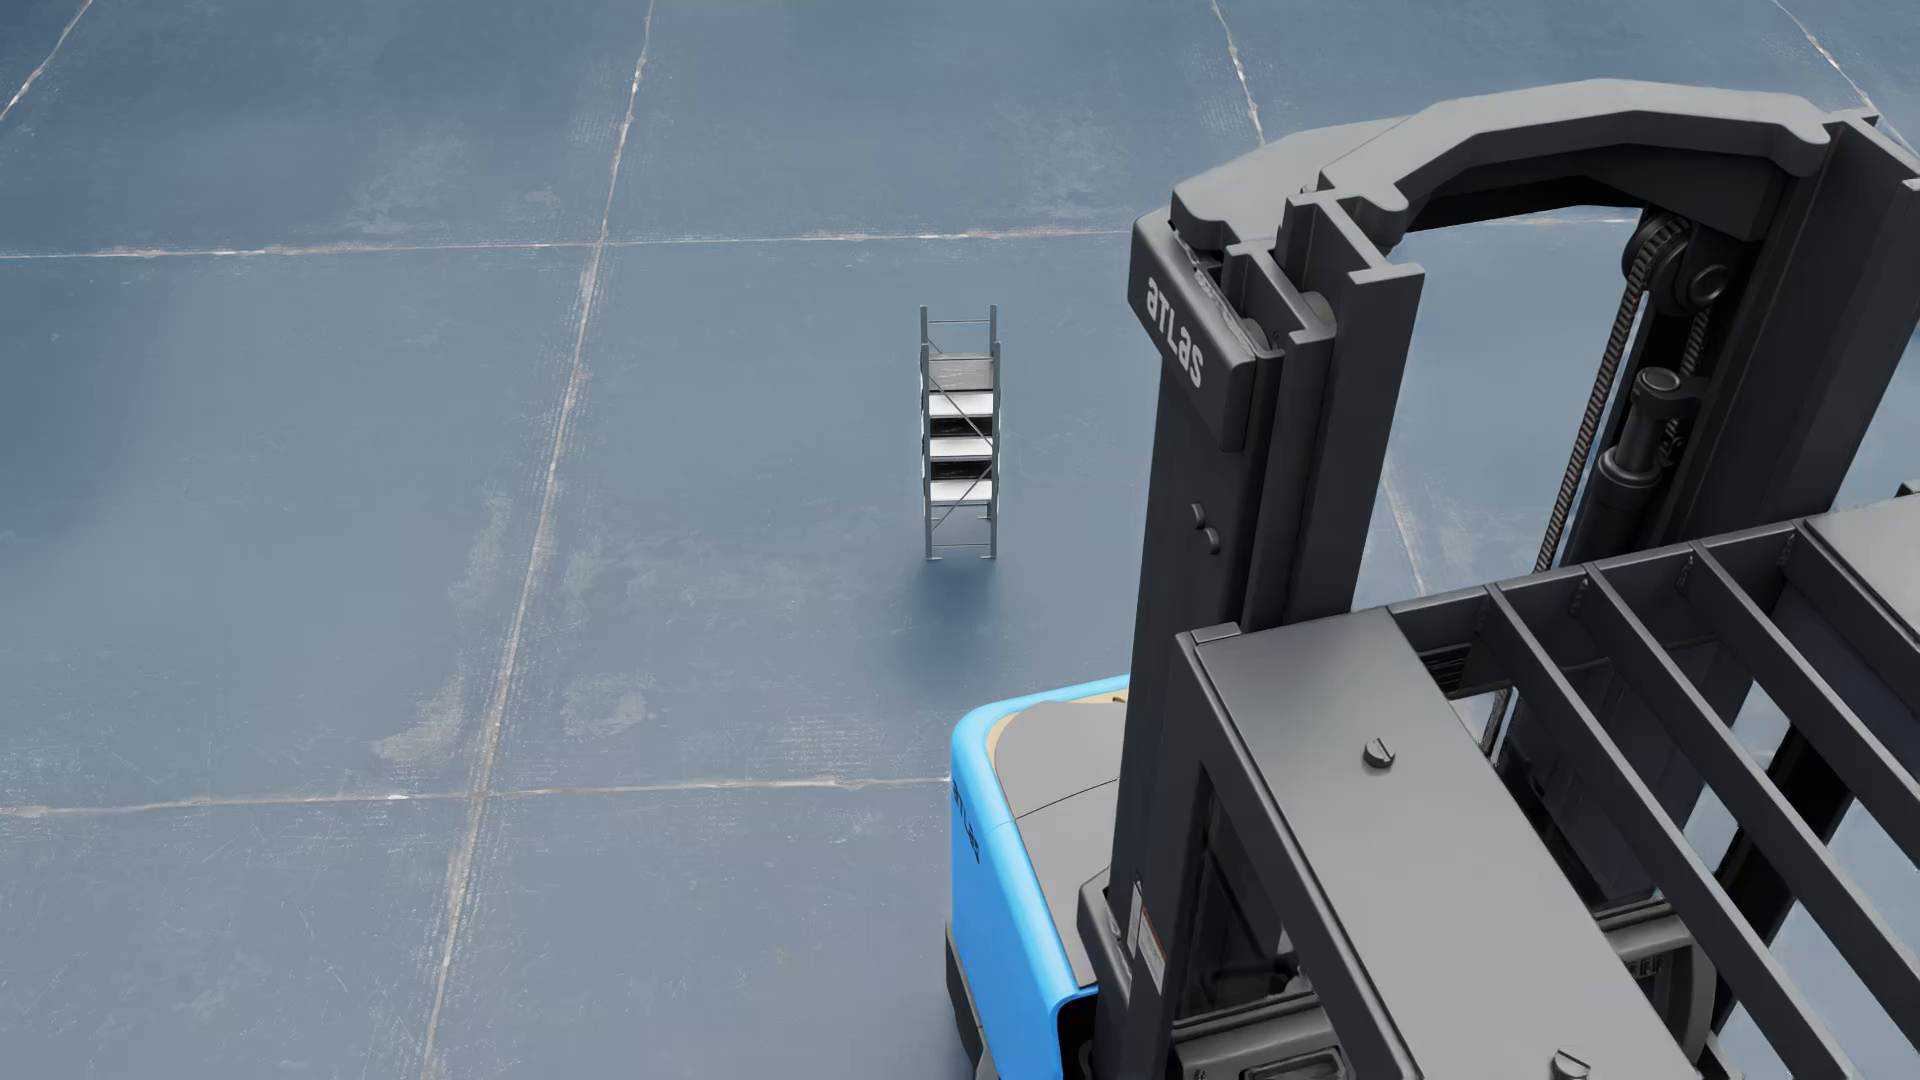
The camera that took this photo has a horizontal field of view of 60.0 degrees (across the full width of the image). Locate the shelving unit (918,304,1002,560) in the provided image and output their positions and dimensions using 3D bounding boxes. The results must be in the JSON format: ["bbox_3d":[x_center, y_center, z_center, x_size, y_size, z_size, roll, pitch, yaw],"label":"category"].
[{"bbox_3d":[0.000,-0.337,5.452,0.258,0.900,0.210,-2,43,-2],"label":"shelving unit"}]

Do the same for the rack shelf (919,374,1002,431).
[{"bbox_3d":[0.000,-0.445,5.353,0.258,0.077,0.200,-2,43,-2],"label":"rack shelf"}]

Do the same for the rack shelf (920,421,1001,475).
[{"bbox_3d":[0.000,-0.313,5.474,0.258,0.077,0.200,-2,43,-2],"label":"rack shelf"}]

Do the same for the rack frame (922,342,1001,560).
[{"bbox_3d":[0.004,-0.269,5.377,0.240,0.900,0.006,-2,43,-2],"label":"rack frame"}]

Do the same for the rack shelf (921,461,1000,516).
[{"bbox_3d":[0.000,-0.180,5.596,0.258,0.077,0.200,-2,43,-2],"label":"rack shelf"}]

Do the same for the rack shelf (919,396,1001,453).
[{"bbox_3d":[0.000,-0.379,5.414,0.258,0.077,0.200,-2,43,-2],"label":"rack shelf"}]

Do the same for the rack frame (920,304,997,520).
[{"bbox_3d":[-0.005,-0.406,5.527,0.240,0.900,0.006,-2,43,-2],"label":"rack frame"}]

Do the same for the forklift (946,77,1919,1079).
[{"bbox_3d":[0.855,0.966,2.527,1.130,2.935,3.031,-11,44,-12],"label":"forklift"}]

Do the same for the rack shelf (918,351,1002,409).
[{"bbox_3d":[0.000,-0.512,5.292,0.258,0.077,0.200,-2,43,-2],"label":"rack shelf"}]

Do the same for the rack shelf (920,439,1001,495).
[{"bbox_3d":[0.000,-0.246,5.535,0.258,0.077,0.200,-2,43,-2],"label":"rack shelf"}]
